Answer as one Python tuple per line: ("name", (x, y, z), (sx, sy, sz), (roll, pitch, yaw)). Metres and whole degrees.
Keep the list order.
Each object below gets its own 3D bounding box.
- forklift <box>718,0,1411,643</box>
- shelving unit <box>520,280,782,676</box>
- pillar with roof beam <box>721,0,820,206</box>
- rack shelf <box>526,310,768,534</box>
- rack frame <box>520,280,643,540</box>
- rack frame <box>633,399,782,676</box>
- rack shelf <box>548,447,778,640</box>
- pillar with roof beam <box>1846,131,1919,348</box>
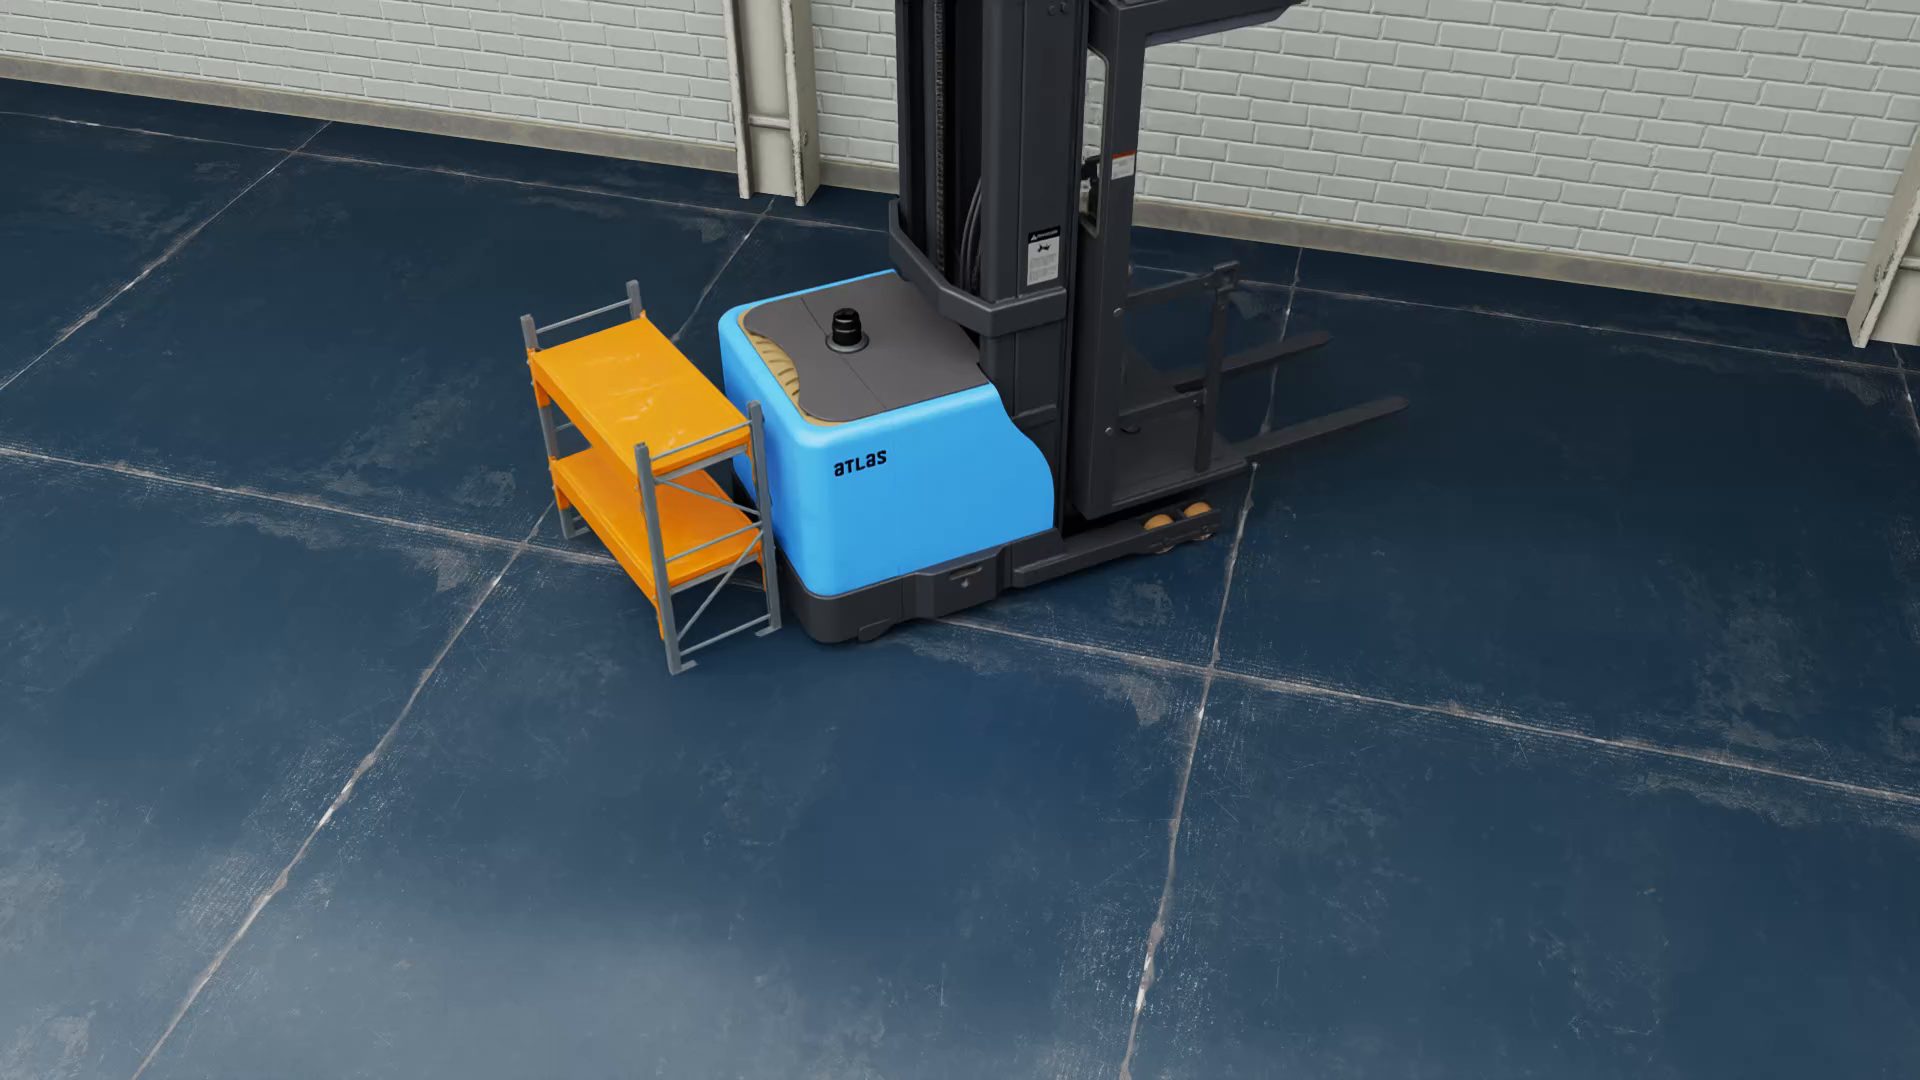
("forklift", (0.570, -1.356, 6.585), (3.031, 2.935, 1.130), (-17, 43, -19))
("shelving unit", (-1.231, -0.259, 6.684), (0.538, 1.125, 1.048), (-24, 45, -26))
("pillar with roof beam", (-2.154, -2.812, 3.601), (0.400, 9.000, 9.100), (10, 41, 11))
("rack shelf", (-1.231, -0.483, 6.496), (0.538, 0.278, 1.000), (-24, 45, -26))
("rack frame", (-1.517, -0.529, 7.006), (0.500, 1.125, 0.032), (-24, 45, -26))
("rack frame", (-0.945, 0.011, 6.362), (0.500, 1.125, 0.032), (-24, 45, -26))
("rack shelf", (-1.231, -0.072, 6.841), (0.538, 0.278, 1.000), (-24, 45, -26))
("pillar with roof beam", (3.642, -1.814, 2.413), (0.400, 9.000, 9.100), (10, 41, 11))
